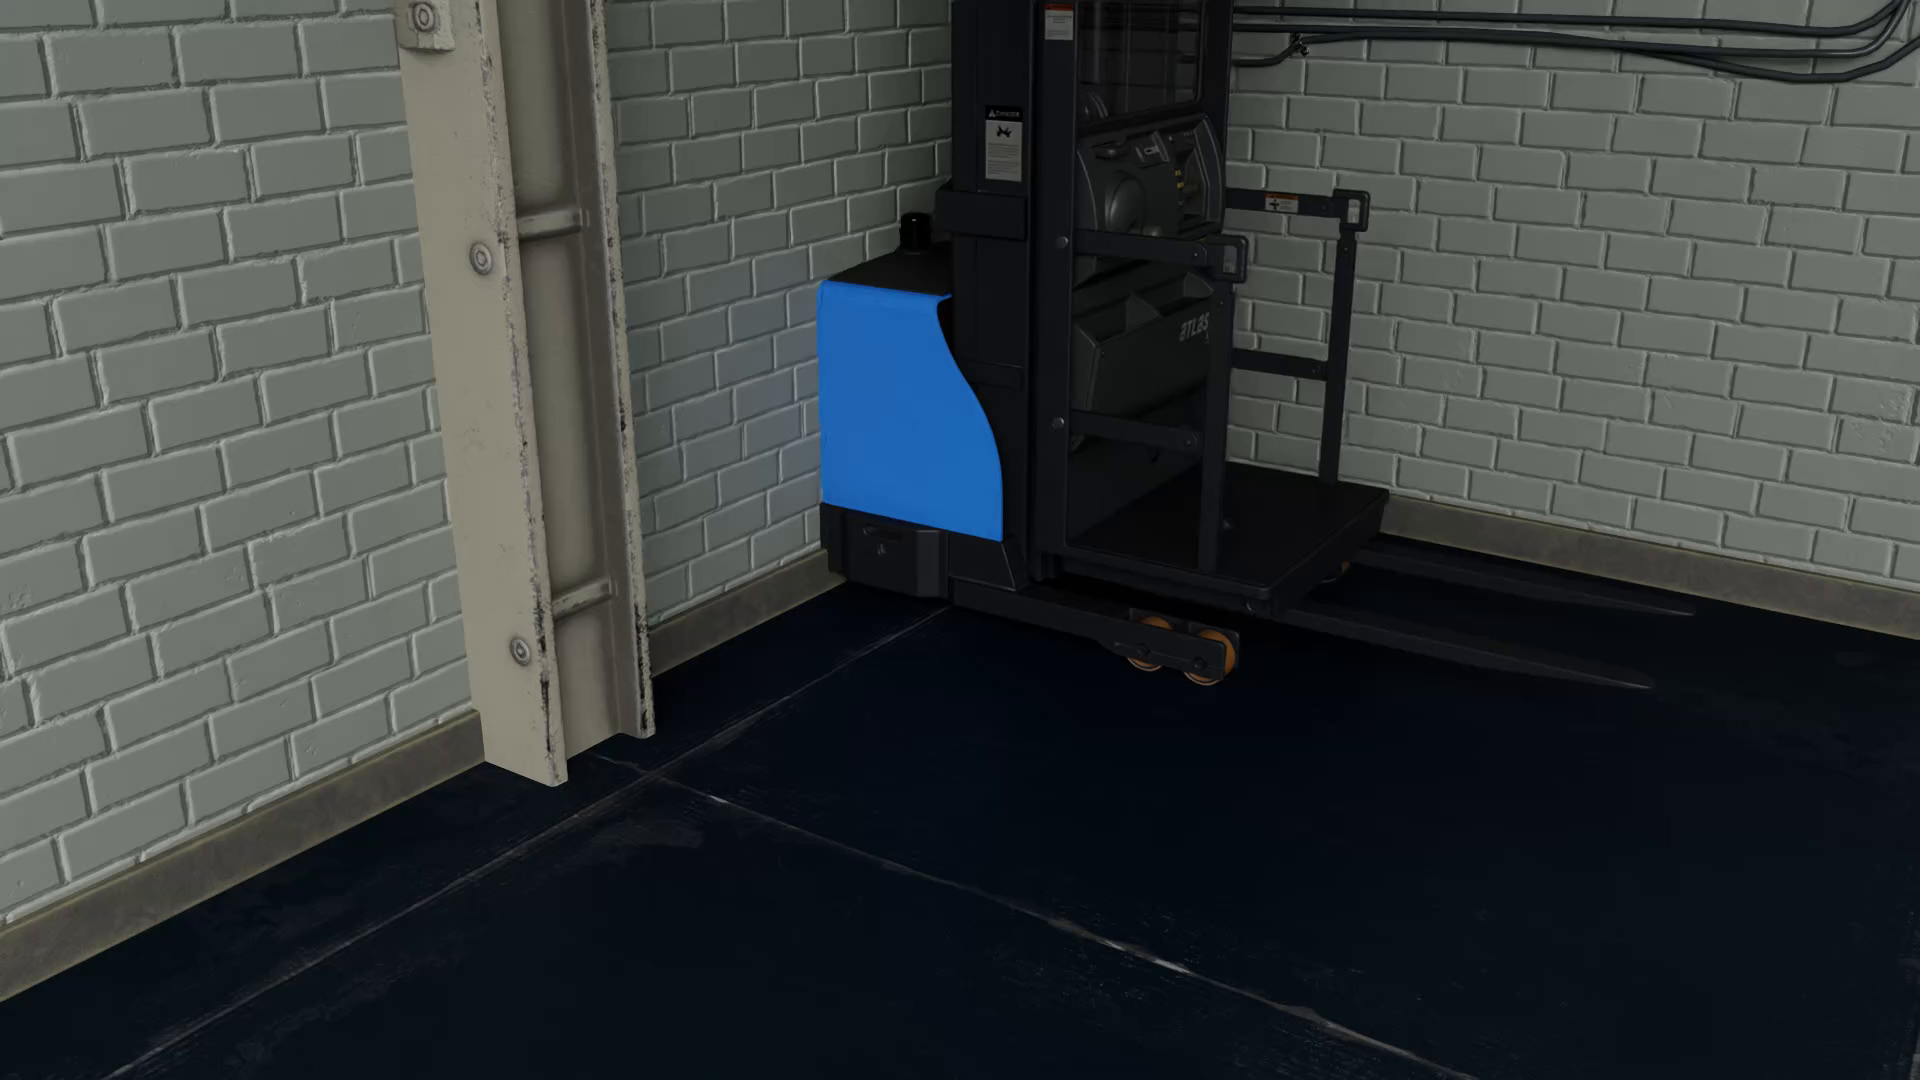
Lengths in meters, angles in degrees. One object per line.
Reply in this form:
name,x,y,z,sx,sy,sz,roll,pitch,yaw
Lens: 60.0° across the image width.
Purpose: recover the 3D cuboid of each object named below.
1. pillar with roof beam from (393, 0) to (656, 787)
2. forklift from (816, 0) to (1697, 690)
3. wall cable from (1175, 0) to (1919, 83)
pillar with roof beam,2.453,-2.803,0.872,9.100,9.000,0.400,13,24,32
forklift,0.786,-1.141,5.126,3.031,2.935,1.130,12,24,30
wall cable,1.643,-2.774,5.268,3.097,2.526,0.112,13,24,32
